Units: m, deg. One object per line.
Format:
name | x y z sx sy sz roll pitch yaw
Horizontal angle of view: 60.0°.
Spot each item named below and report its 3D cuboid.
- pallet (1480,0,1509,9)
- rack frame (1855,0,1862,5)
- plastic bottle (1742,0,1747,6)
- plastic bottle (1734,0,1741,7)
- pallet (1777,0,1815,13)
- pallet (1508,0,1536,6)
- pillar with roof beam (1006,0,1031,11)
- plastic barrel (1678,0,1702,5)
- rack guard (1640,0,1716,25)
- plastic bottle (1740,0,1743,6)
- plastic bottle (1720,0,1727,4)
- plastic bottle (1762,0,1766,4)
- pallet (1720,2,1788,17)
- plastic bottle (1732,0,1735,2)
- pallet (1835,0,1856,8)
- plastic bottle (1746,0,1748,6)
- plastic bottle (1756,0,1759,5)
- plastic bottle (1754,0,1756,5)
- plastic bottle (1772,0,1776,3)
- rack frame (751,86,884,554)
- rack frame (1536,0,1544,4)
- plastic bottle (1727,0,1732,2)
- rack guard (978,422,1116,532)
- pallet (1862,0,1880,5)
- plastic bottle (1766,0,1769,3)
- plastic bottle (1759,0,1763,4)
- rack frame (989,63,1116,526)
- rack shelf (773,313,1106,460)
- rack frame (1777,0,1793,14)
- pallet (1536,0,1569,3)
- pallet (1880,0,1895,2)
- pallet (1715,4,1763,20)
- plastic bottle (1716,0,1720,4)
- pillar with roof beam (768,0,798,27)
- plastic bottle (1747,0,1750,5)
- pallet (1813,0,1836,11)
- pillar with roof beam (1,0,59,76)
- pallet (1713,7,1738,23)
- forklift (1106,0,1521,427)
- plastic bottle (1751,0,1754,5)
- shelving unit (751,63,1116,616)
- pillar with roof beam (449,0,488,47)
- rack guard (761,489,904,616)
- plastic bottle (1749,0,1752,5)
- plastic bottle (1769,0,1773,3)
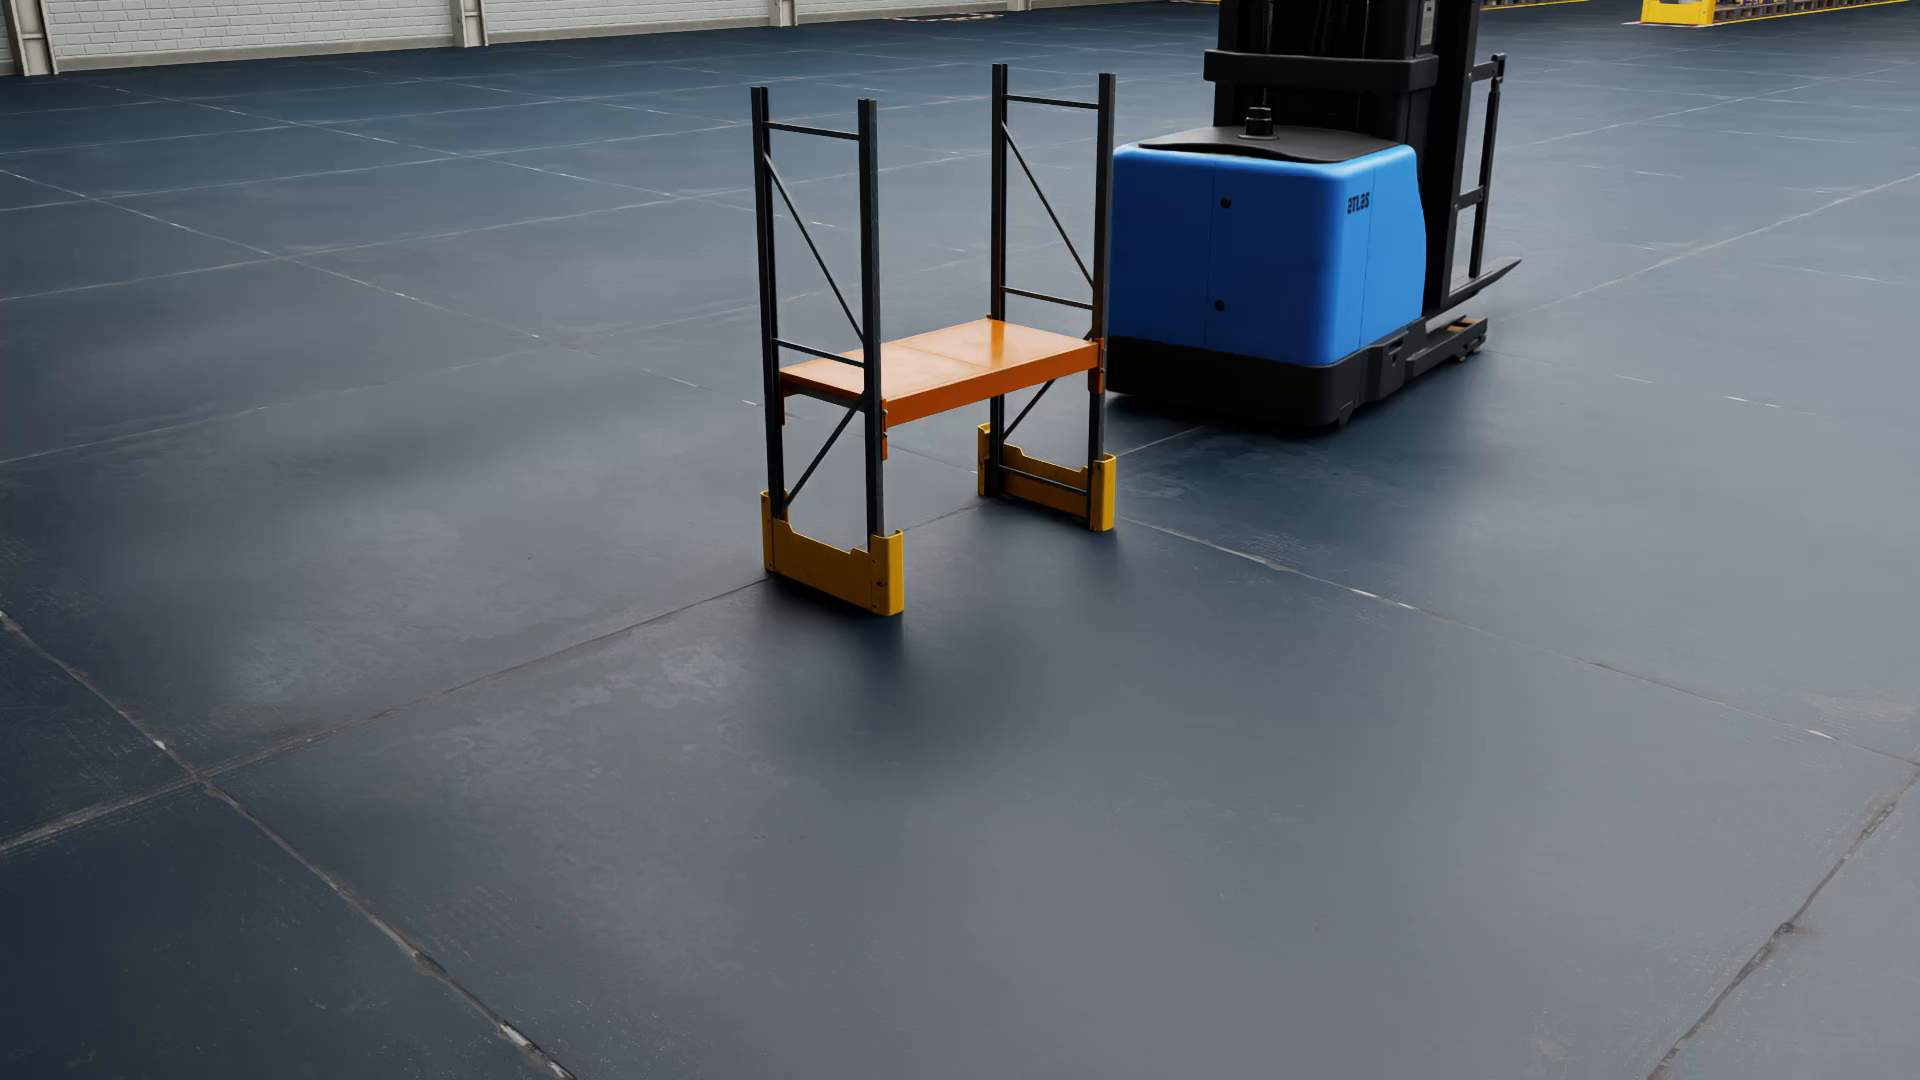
pallet | 10.370 -10.914 33.676 1.003 0.211 1.213 19 28 41
rack frame | 18.142 -12.512 33.947 1.000 3.000 0.127 19 28 41
plastic bottle | 14.221 -9.835 30.154 0.133 0.283 0.061 -20 28 -41
plastic bottle | 14.050 -9.776 30.017 0.097 0.271 0.097 0 21 0
pallet | 15.872 -10.394 32.323 1.003 0.211 1.213 19 28 41
pallet | 11.221 -11.229 34.495 1.003 0.211 1.213 19 28 41
pillar with roof beam | 4.231 -13.512 28.187 9.100 9.000 0.400 19 28 41
plastic barrel | 12.966 -9.679 29.458 0.421 0.512 0.421 0 21 0
rack guard | 12.581 -9.320 29.127 1.175 0.500 0.348 19 28 41
plastic bottle | 14.122 -9.770 30.099 0.097 0.201 0.097 0 21 0
plastic bottle | 14.187 -10.126 30.922 0.152 0.276 0.135 19 28 41
plastic bottle | 14.892 -10.082 30.797 0.133 0.283 0.061 -18 27 -39
pallet | 14.854 -10.020 31.350 1.003 0.211 1.213 19 28 41
plastic bottle | 14.595 -10.313 31.305 0.144 0.351 0.185 19 28 41
pallet | 17.574 -11.021 33.954 1.003 0.211 1.213 19 28 41
plastic bottle | 14.289 -9.864 30.246 0.097 0.271 0.097 0 21 0
plastic bottle | 14.634 -10.007 30.613 0.135 0.276 0.152 -20 28 -41
plastic bottle | 14.571 -9.935 30.529 0.097 0.201 0.097 0 21 0
plastic bottle | 15.253 -10.215 31.144 0.133 0.283 0.061 -18 28 -39
rack frame | -0.414 -0.547 4.908 0.500 1.500 0.032 19 28 41
rack frame | 11.806 -12.725 34.500 1.000 3.000 0.127 19 28 41
plastic bottle | 14.477 -10.245 31.237 0.097 0.271 0.097 0 21 0
rack guard | 0.294 -0.225 5.812 0.587 0.250 0.087 19 28 41
pallet | 18.663 -11.424 35.002 1.003 0.211 1.213 19 28 41
plastic bottle | 14.975 -10.166 30.921 0.144 0.351 0.185 18 27 38
plastic bottle | 14.750 -10.083 30.705 0.144 0.351 0.185 19 28 40
rack frame | 0.295 -0.809 5.588 0.500 1.500 0.032 19 28 41
rack shelf | -0.060 -0.510 5.313 0.538 0.185 1.000 19 28 41
rack frame | 15.352 -11.484 31.272 1.000 3.000 0.127 19 28 41
pallet | 12.292 -11.622 35.518 1.003 0.211 1.213 19 28 41
pallet | 19.514 -11.736 35.814 1.003 0.211 1.213 19 28 41
pallet | 14.002 -9.705 30.530 1.003 0.211 1.213 19 28 41
plastic bottle | 14.051 -10.055 30.841 0.097 0.201 0.097 0 21 0
pillar with roof beam | 0.045 -11.970 24.174 9.100 9.000 0.400 19 28 41
plastic bottle | 14.359 -9.889 30.313 0.097 0.271 0.097 0 21 0
pallet | 16.723 -10.709 33.142 1.003 0.211 1.213 19 28 41
pillar with roof beam | -8.326 -8.885 16.149 9.100 9.000 0.400 19 28 41
pallet | 13.151 -9.393 29.718 1.003 0.211 1.213 19 28 41
forklift | 1.847 -2.286 7.437 1.130 2.935 3.031 14 25 32
plastic bottle | 14.500 -9.942 30.448 0.097 0.271 0.097 0 21 0
shelving unit | -0.053 -0.680 5.255 0.587 1.500 1.083 19 28 41
pillar with roof beam | -4.141 -10.428 20.161 9.100 9.000 0.400 19 28 41
rack guard | -0.401 0.031 5.146 0.587 0.250 0.087 19 28 41
plastic bottle | 14.428 -9.882 30.392 0.097 0.201 0.097 0 21 0
plastic bottle | 15.109 -10.215 31.050 0.144 0.351 0.185 18 28 39
